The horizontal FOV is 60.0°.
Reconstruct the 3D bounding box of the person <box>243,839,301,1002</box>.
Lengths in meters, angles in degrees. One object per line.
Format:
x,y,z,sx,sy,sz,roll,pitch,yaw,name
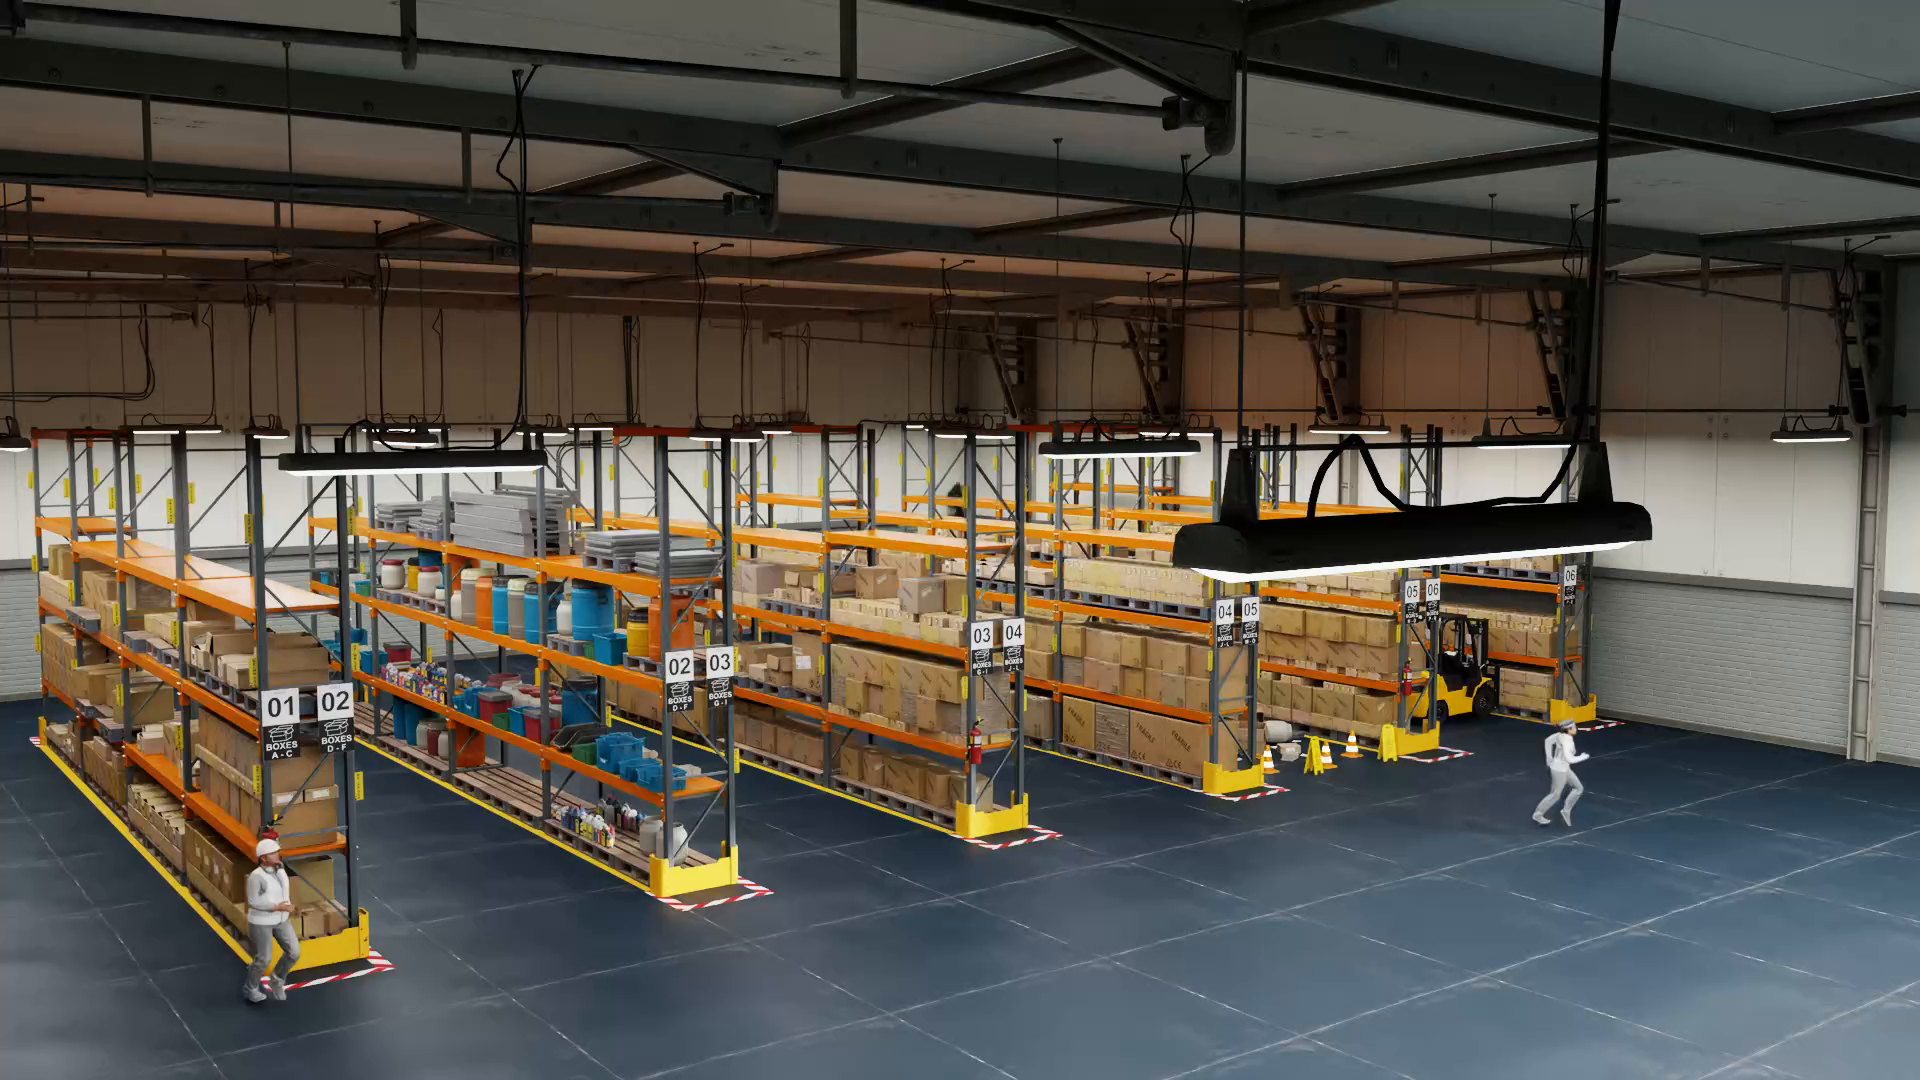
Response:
-7.316,4.073,17.724,0.695,1.804,0.679,2,5,19,person

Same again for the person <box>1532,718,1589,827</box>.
9.101,3.511,25.179,0.777,1.679,0.641,1,5,14,person

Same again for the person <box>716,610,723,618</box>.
-5.931,2.238,41.422,0.529,1.692,0.727,-4,6,-41,person
